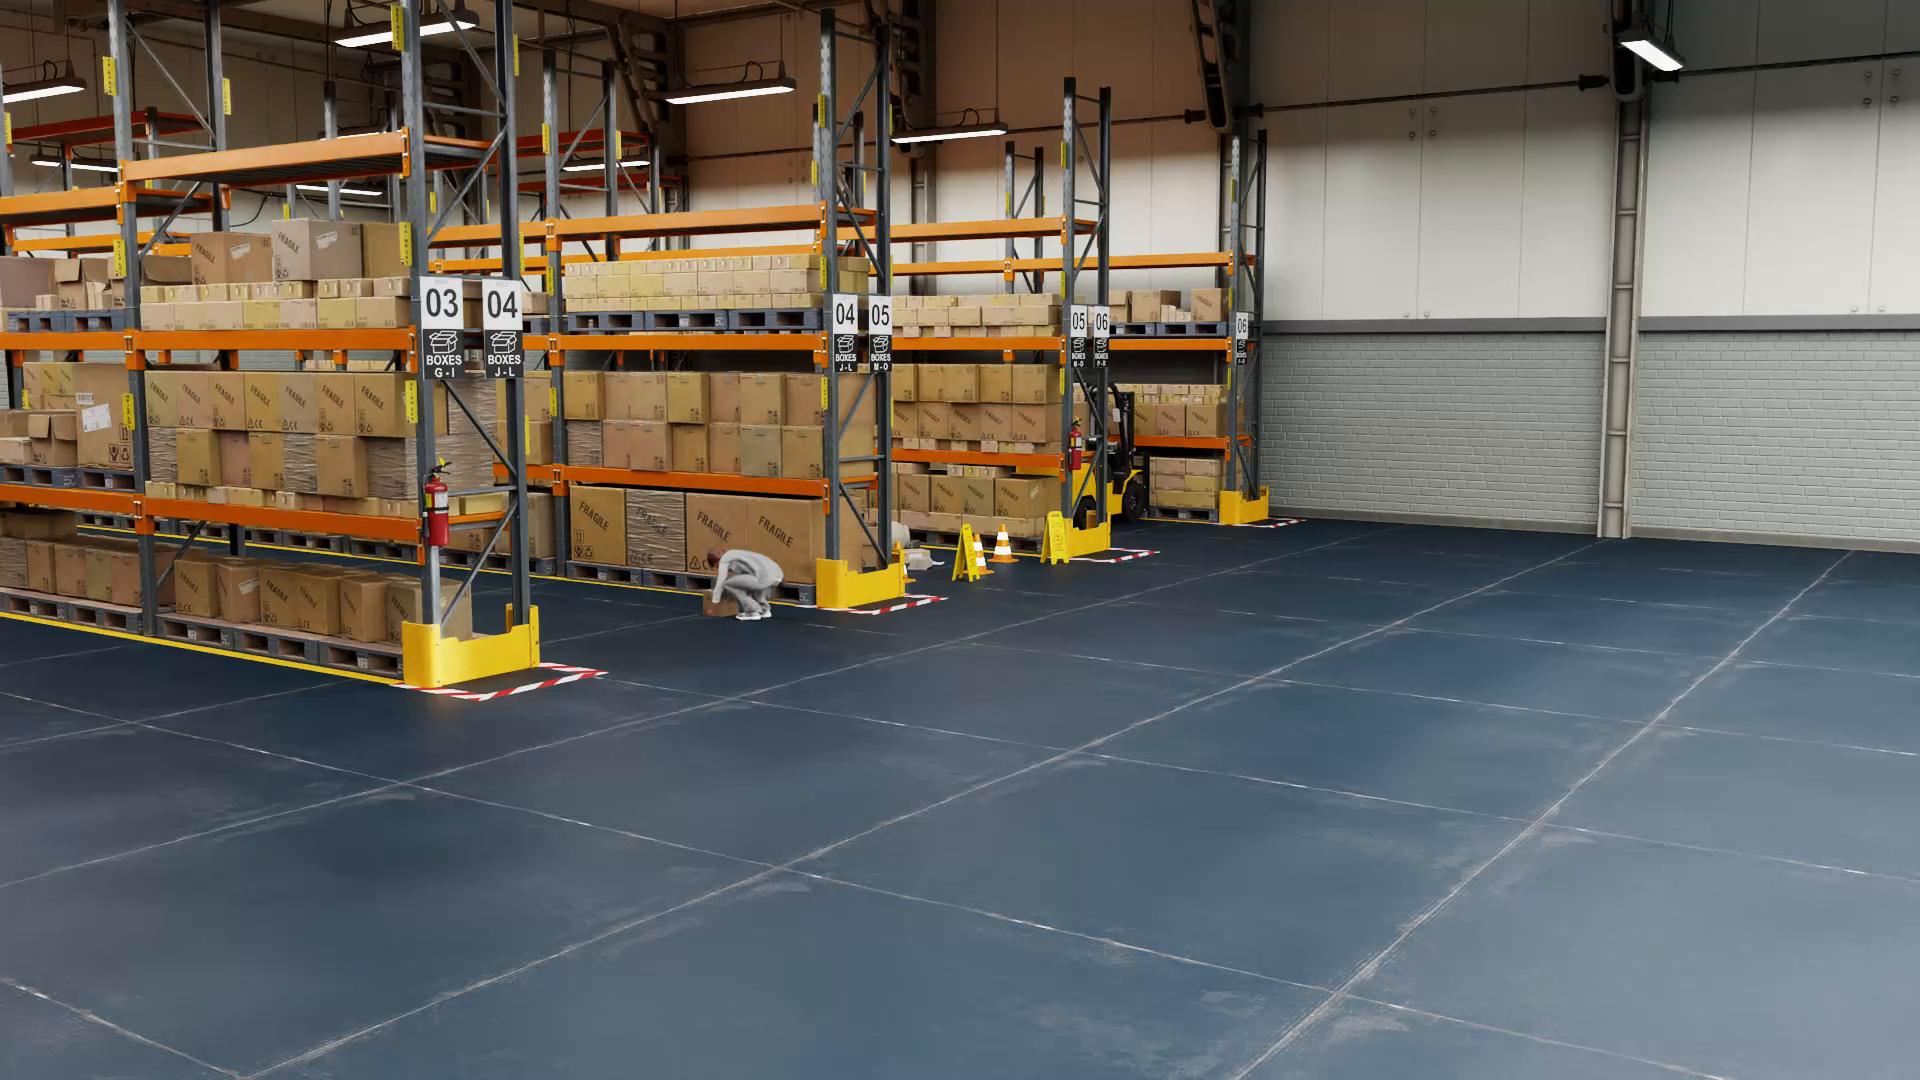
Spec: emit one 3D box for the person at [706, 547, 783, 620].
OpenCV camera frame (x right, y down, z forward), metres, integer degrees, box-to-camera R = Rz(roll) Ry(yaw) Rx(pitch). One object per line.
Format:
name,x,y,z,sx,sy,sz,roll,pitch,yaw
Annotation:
person,-2.141,0.448,16.457,0.850,0.724,0.423,4,8,32
